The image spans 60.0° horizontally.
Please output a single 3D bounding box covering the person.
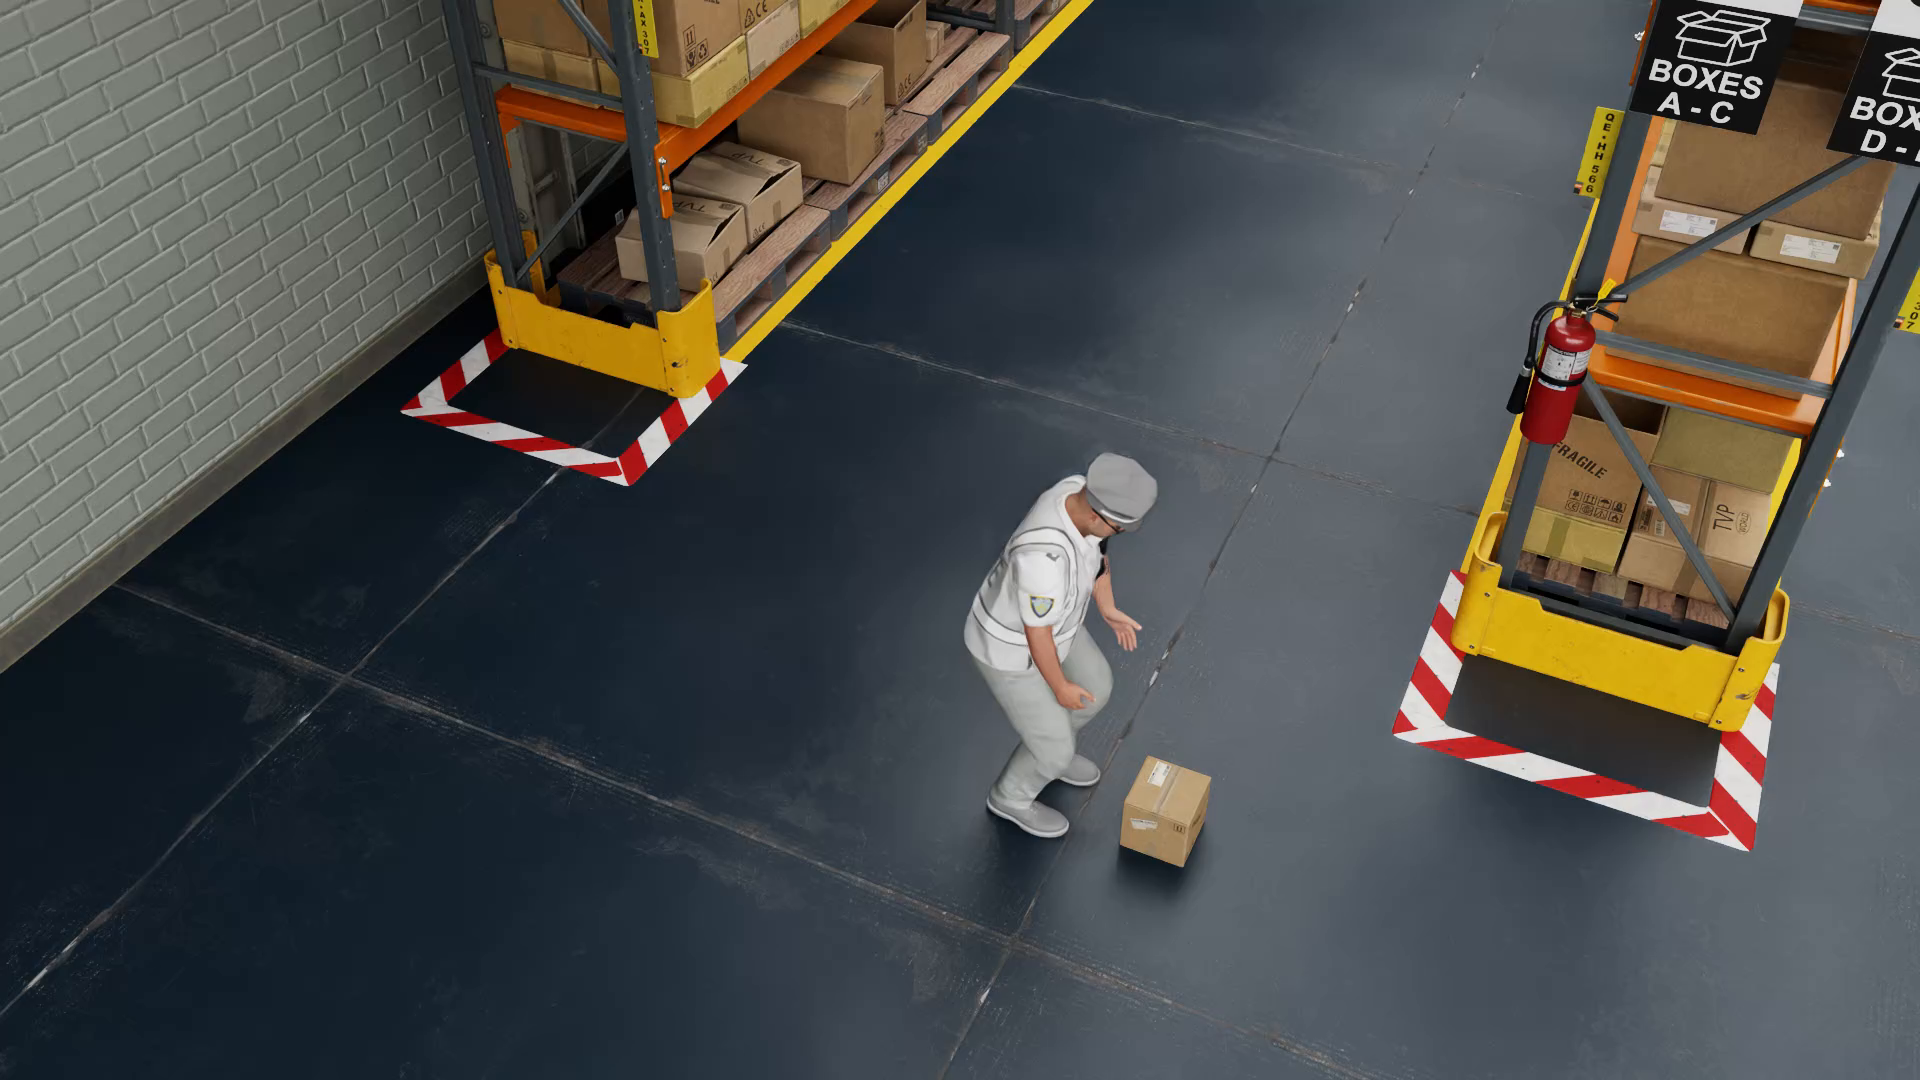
[{"bbox_3d":[0.344,0.345,5.867,0.609,1.633,0.575,18,45,19],"label":"person"}]
